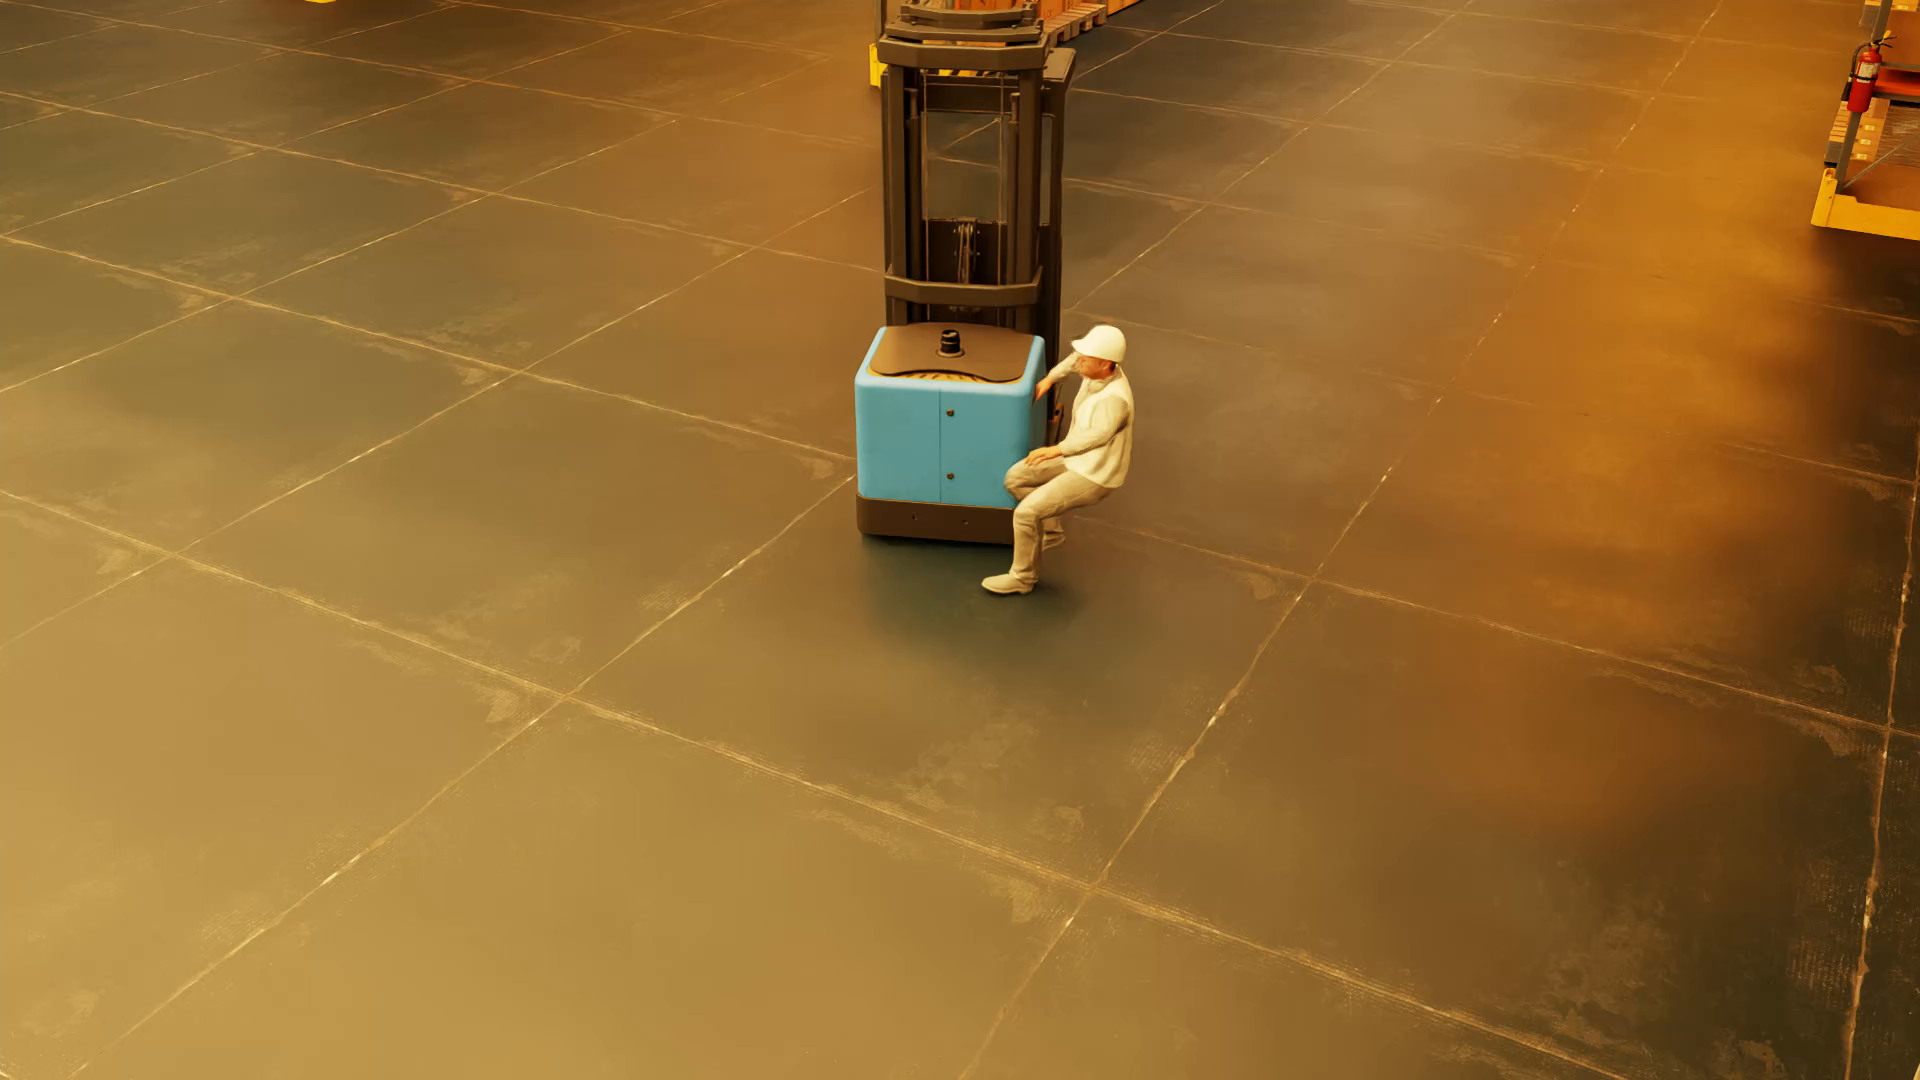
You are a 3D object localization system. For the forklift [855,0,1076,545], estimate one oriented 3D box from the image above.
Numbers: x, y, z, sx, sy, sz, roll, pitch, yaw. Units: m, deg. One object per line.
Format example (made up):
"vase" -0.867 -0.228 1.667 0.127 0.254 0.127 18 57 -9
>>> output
"forklift" 0.112 -1.958 10.463 1.130 2.935 3.031 4 30 7

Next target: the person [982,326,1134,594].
"person" 0.523 -0.474 9.277 0.865 1.559 1.064 -6 31 -10
